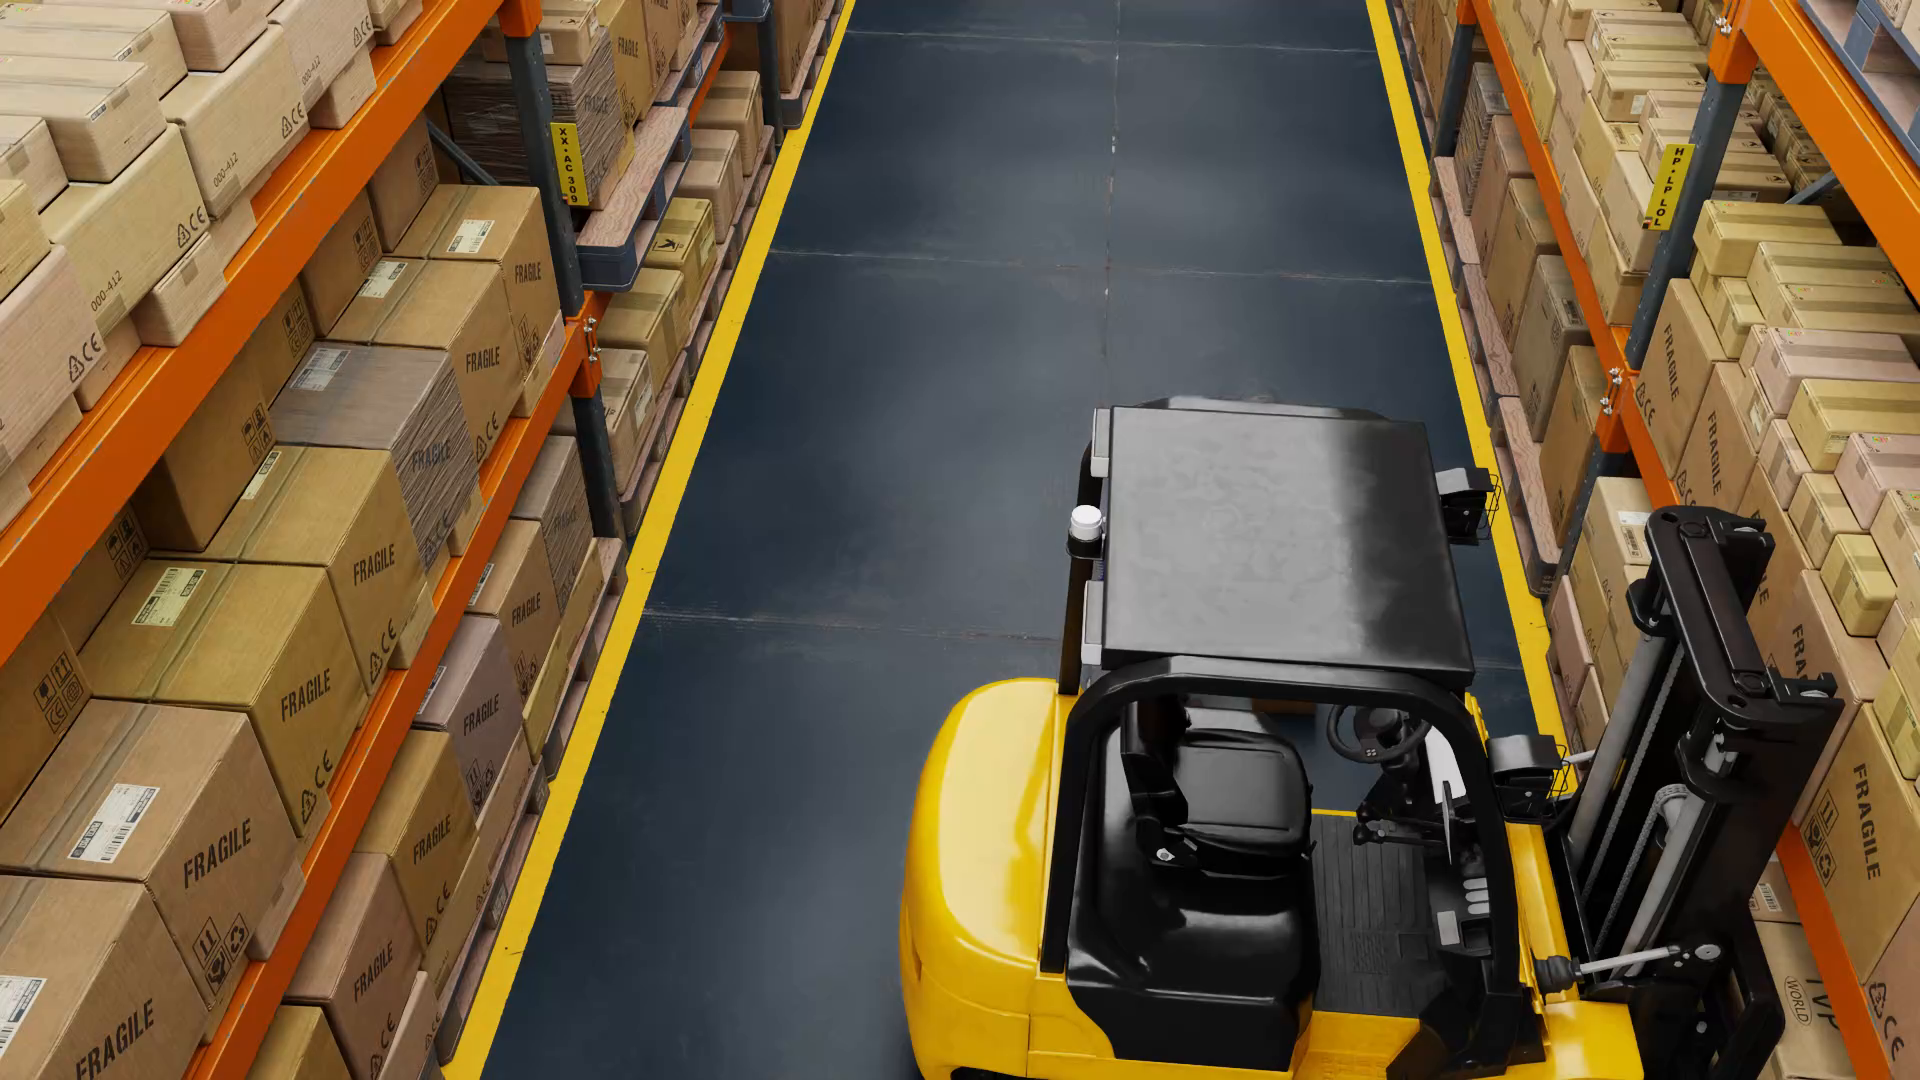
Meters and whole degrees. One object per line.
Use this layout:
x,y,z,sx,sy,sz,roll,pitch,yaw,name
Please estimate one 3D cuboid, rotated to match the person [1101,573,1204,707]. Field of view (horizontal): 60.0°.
0.953,0.259,6.471,0.828,0.869,0.524,3,40,4,person
